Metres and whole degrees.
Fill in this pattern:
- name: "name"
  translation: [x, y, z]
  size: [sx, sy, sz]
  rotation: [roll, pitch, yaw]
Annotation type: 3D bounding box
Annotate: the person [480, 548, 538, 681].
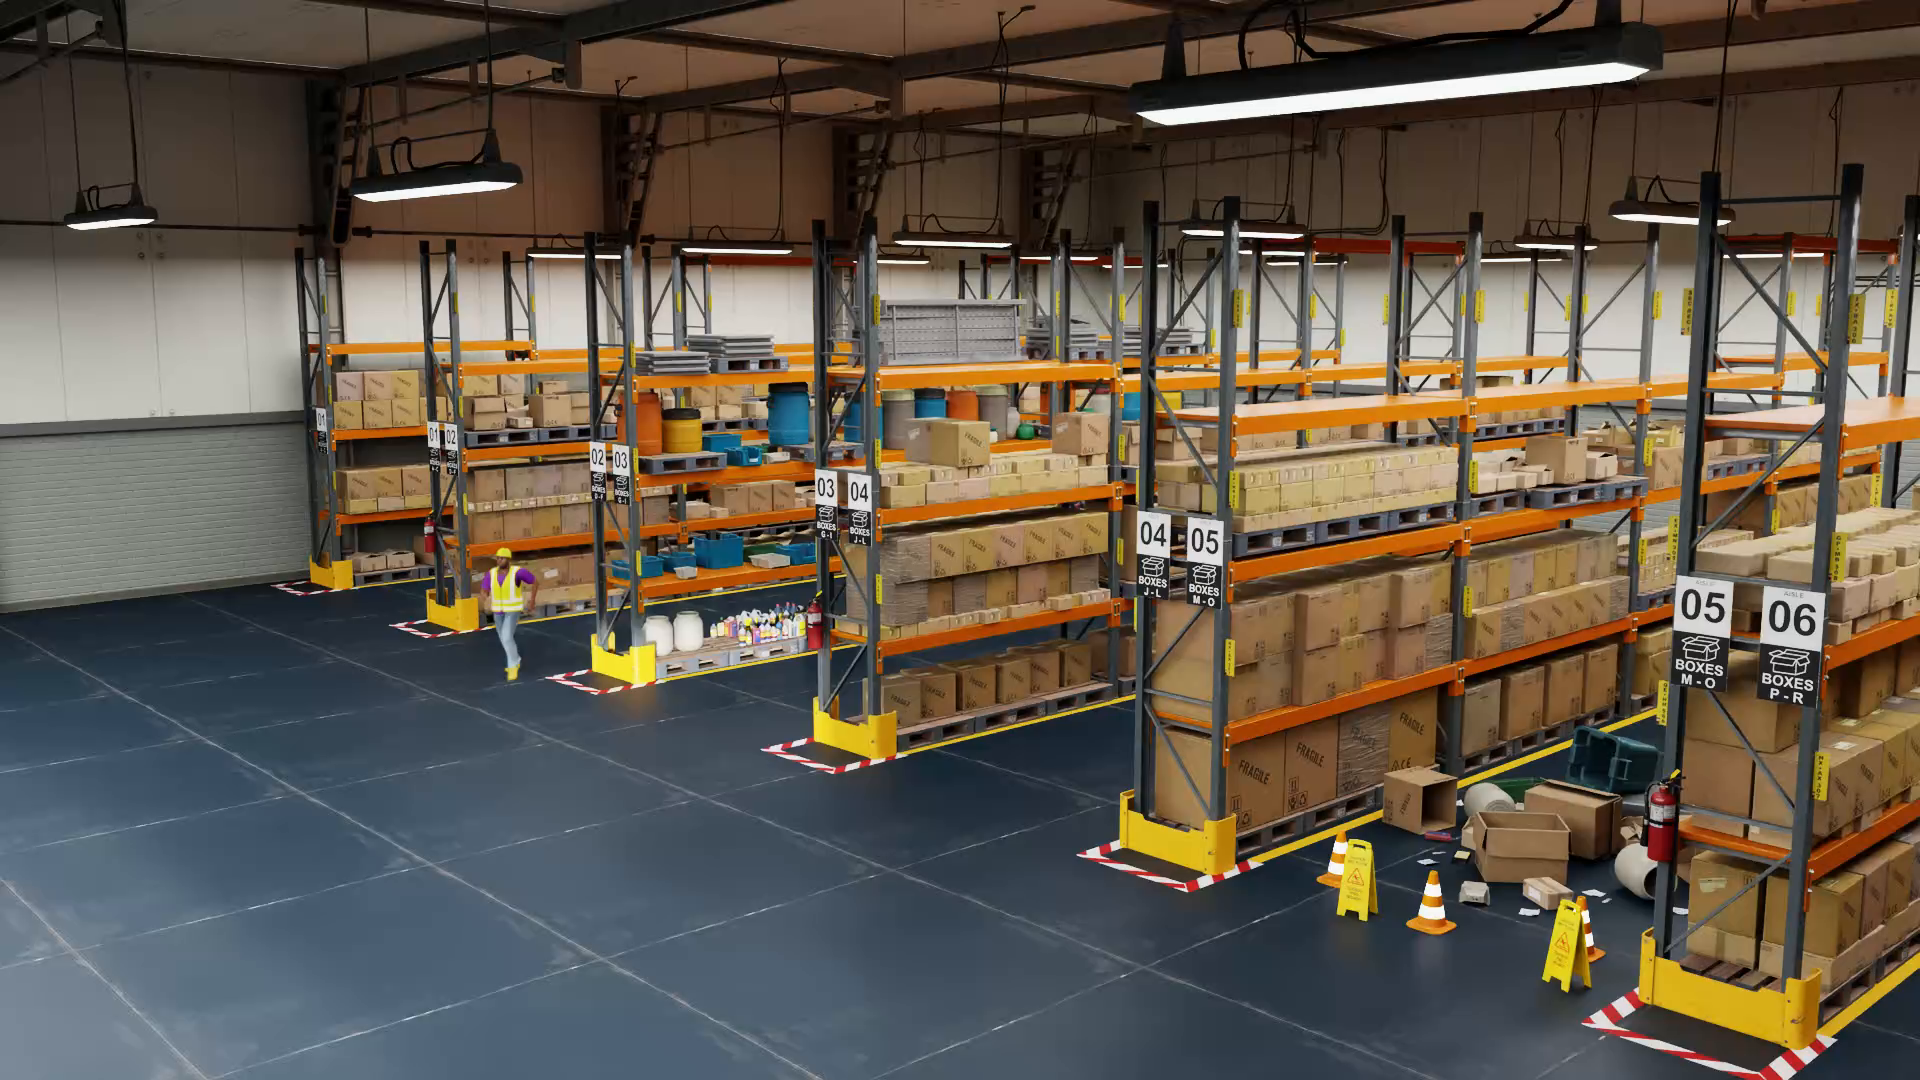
- name: "person"
  translation: [-6.153, 0.999, 22.536]
  size: [0.701, 1.814, 0.751]
  rotation: [2, 9, 15]
